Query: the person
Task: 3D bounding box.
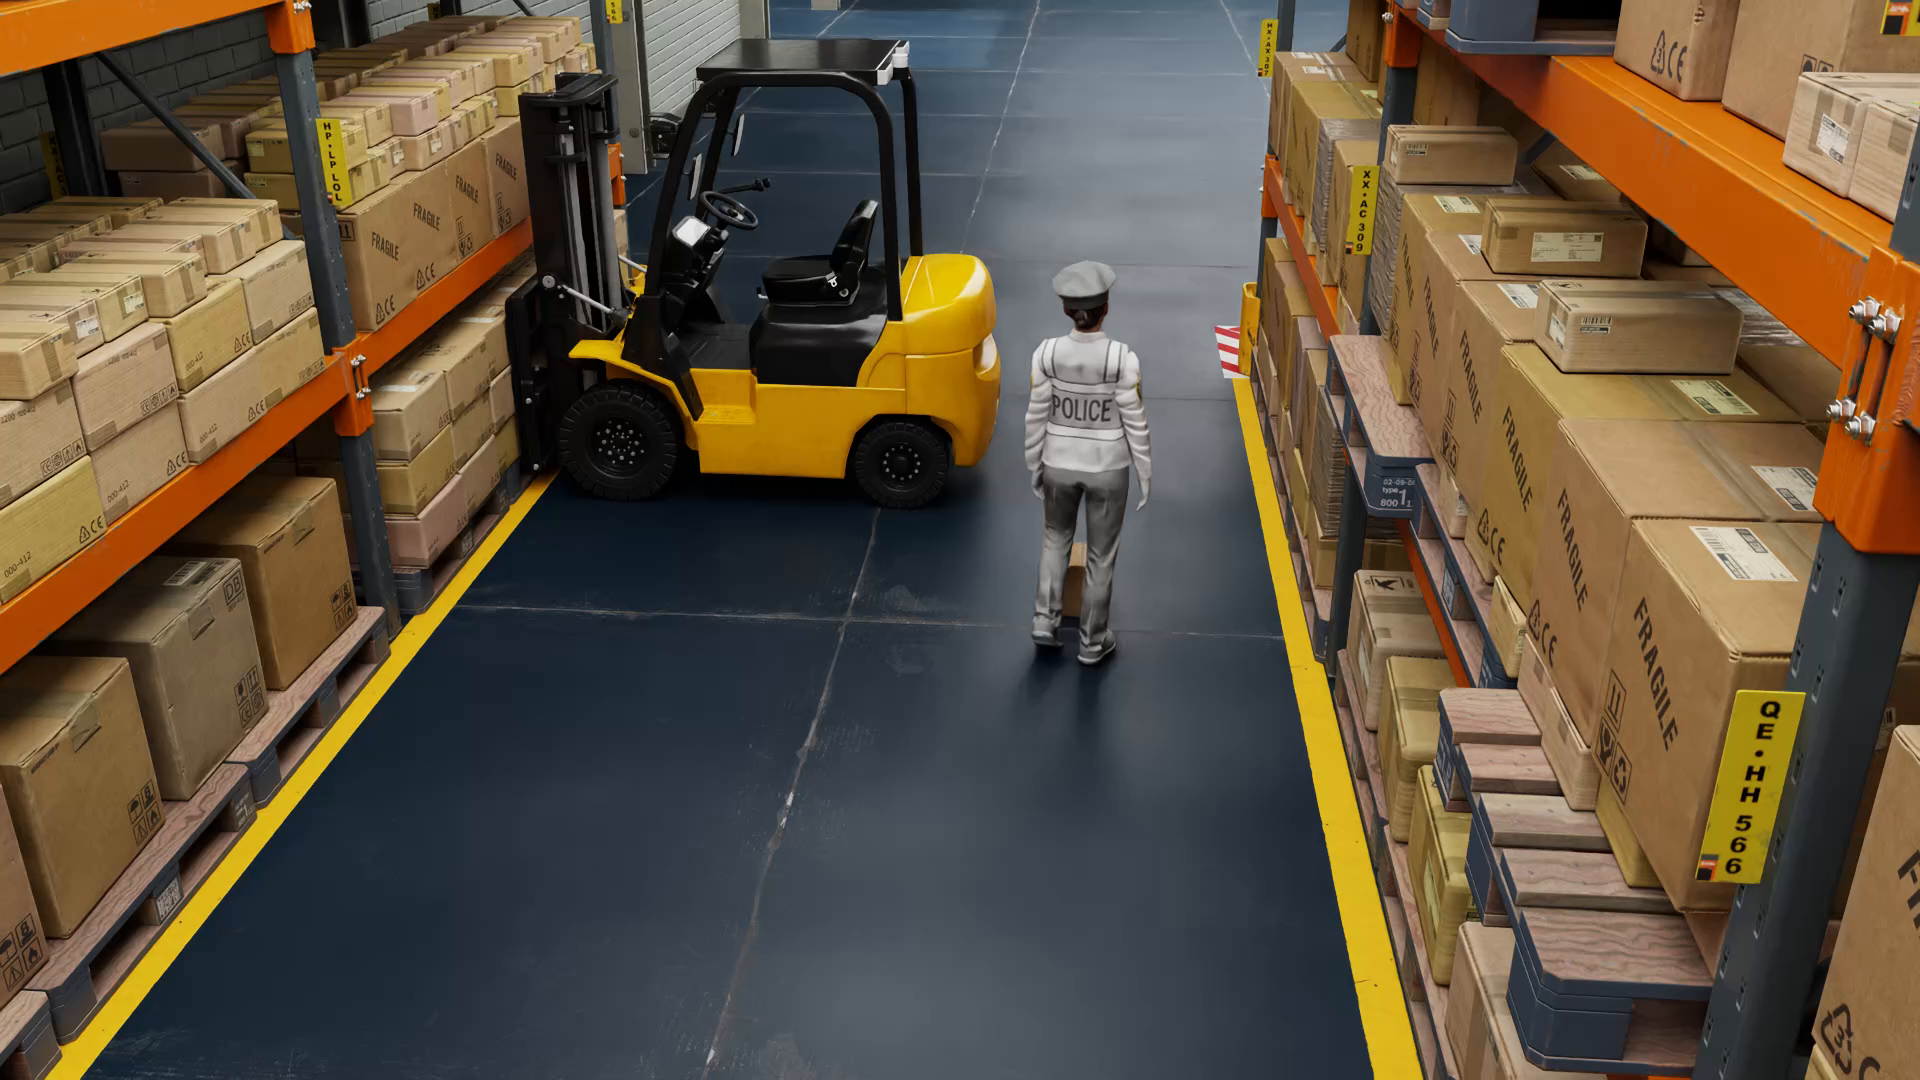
[{"bbox_3d":[0.527,-0.271,6.692,0.517,1.712,0.379,8,26,18],"label":"person"}]
